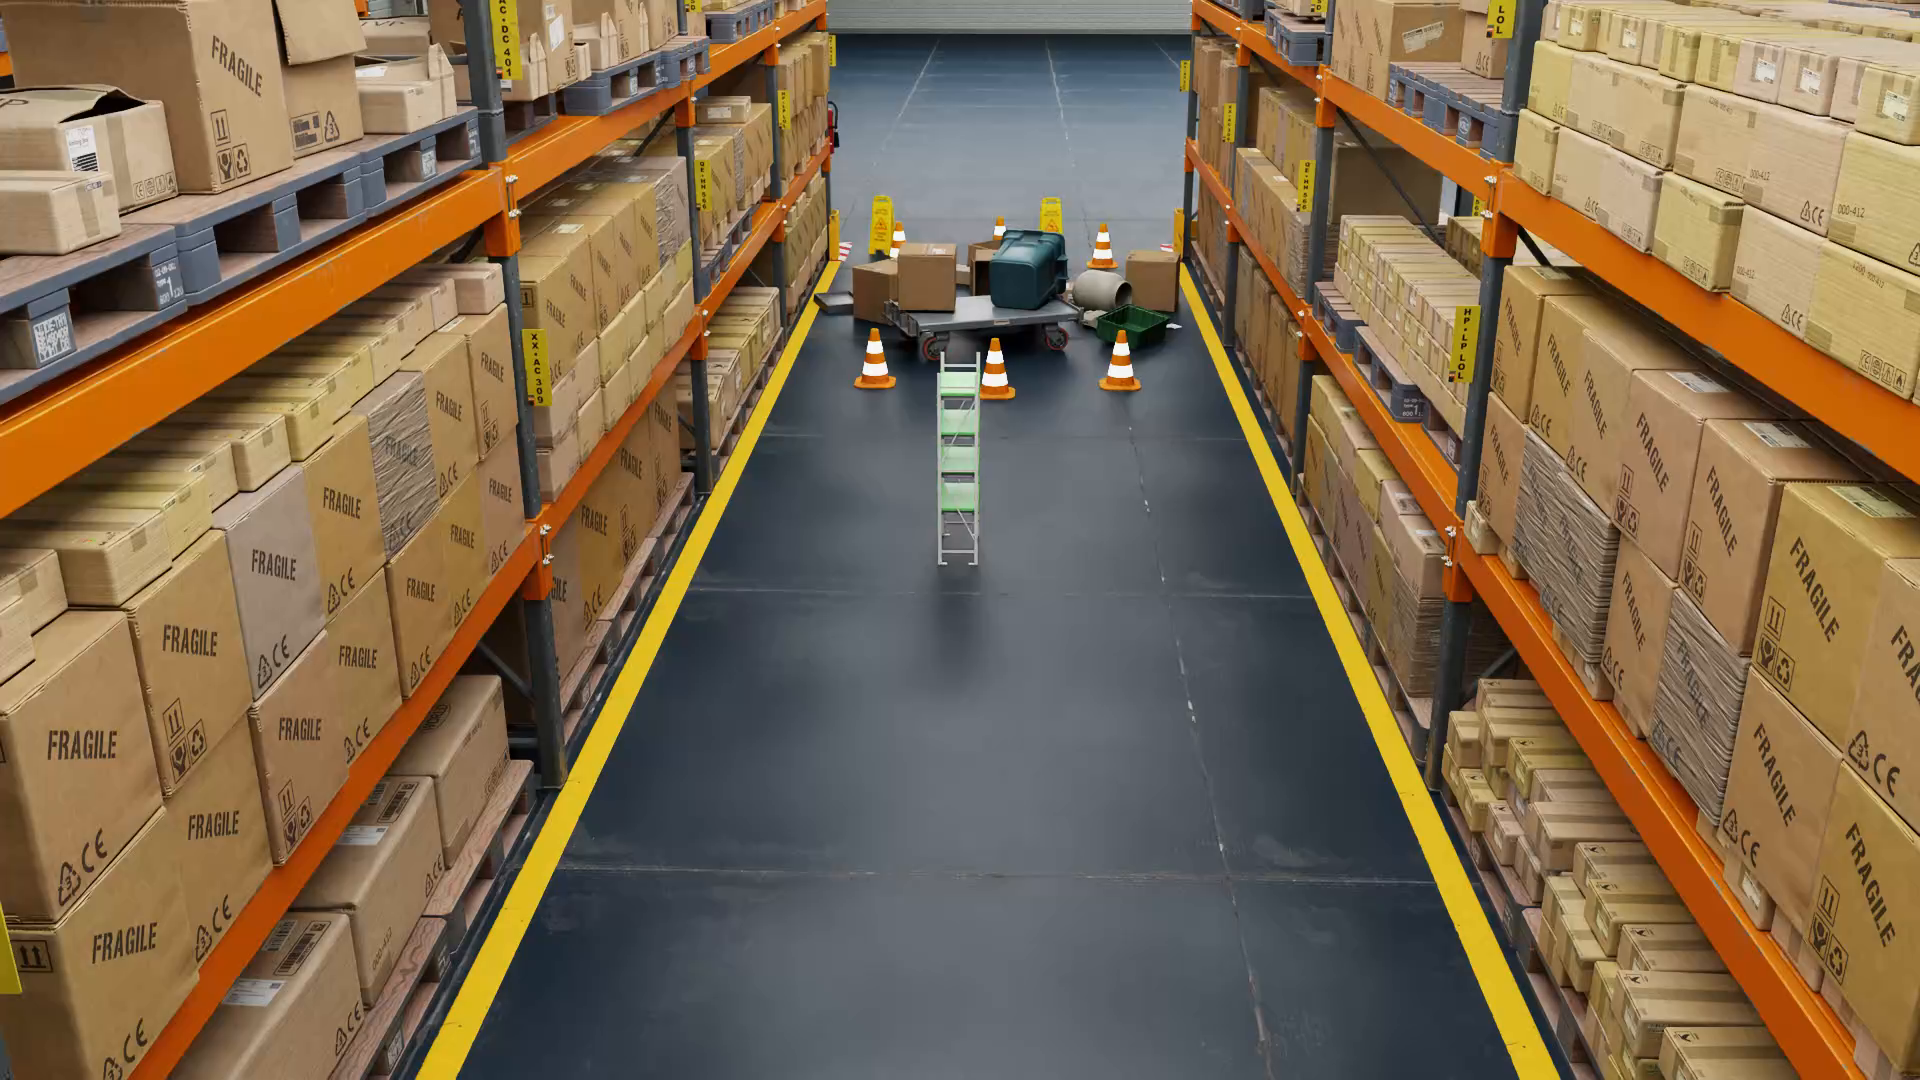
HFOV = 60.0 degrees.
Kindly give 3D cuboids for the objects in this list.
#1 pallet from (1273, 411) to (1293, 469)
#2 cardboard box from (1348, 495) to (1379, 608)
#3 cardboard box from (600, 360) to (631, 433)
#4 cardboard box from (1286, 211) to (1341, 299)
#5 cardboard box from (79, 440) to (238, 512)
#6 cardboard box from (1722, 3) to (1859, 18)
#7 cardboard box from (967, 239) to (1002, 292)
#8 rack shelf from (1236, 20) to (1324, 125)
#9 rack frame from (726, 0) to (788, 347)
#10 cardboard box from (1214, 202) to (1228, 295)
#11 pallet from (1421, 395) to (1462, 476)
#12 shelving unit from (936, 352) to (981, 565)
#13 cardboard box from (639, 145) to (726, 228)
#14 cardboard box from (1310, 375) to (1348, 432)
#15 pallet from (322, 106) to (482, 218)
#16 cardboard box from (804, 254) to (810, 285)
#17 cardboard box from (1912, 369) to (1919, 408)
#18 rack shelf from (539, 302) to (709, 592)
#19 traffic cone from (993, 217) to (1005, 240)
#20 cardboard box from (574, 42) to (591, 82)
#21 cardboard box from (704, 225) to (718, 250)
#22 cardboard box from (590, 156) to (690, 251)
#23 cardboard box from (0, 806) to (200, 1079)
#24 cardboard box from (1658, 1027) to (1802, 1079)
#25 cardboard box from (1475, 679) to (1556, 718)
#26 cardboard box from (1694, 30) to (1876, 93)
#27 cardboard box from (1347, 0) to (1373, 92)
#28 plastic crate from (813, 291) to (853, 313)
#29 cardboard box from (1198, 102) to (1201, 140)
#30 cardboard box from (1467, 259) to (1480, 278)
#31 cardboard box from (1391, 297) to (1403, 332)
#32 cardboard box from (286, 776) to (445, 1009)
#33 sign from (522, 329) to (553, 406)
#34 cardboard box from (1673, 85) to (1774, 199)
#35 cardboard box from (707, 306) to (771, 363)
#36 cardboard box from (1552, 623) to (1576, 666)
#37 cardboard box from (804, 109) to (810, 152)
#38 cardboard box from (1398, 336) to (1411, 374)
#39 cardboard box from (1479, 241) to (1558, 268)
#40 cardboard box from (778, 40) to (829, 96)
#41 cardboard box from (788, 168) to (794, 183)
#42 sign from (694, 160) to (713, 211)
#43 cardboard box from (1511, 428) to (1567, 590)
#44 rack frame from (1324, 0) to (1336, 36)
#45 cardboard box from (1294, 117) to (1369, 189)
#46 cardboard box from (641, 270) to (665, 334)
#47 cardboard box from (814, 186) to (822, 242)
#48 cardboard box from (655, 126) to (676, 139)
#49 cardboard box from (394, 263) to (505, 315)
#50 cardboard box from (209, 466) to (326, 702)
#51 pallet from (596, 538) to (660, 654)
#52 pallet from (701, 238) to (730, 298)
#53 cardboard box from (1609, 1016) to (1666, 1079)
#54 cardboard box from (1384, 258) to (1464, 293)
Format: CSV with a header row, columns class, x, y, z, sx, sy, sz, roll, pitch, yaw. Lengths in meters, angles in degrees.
class,x,y,z,sx,sy,sz,roll,pitch,yaw
pallet,2.858,-0.694,12.026,1.003,0.211,1.213,1,21,2
cardboard box,2.444,0.065,9.090,0.500,0.500,0.500,0,21,0
cardboard box,-1.991,-0.740,8.497,0.500,0.250,0.500,0,21,1
cardboard box,2.504,-1.922,11.198,0.500,0.500,0.500,1,21,2
cardboard box,-2.144,-0.155,4.364,0.380,0.149,0.250,1,21,2
cardboard box,2.903,-1.799,5.837,0.380,0.149,0.250,1,21,3
cardboard box,0.528,-2.794,17.033,0.797,0.503,0.637,-16,26,-35
rack shelf,2.819,-3.496,12.240,1.077,0.370,4.000,1,21,2
rack frame,-2.071,-3.174,14.562,1.000,3.000,0.127,1,21,2
cardboard box,2.993,-2.914,16.249,0.875,0.875,0.875,1,21,2
pallet,2.806,-0.449,7.804,1.003,0.211,1.213,1,21,2
shelving unit,-0.005,-0.500,10.158,0.258,1.200,0.503,1,21,2
cardboard box,-1.938,-2.457,11.586,0.500,0.500,0.500,2,21,4
cardboard box,2.496,-0.843,10.394,0.500,0.250,0.500,0,21,-1
pallet,-2.349,-1.343,5.819,1.003,0.211,1.213,1,21,2
cardboard box,-1.764,-2.683,16.518,0.500,0.250,0.500,0,21,1
cardboard box,2.265,-0.313,3.250,0.500,0.250,0.500,0,21,0
rack shelf,-2.253,-0.669,9.101,1.077,0.370,4.000,1,21,2
traffic cone,0.447,-3.379,18.597,0.336,0.463,0.334,1,21,2
cardboard box,-1.926,-2.220,7.701,0.380,0.166,0.250,-1,21,-2
cardboard box,-1.900,-2.122,11.618,0.380,0.149,0.250,-1,21,-2
cardboard box,-1.947,-2.051,10.147,0.500,0.500,0.500,0,21,0
cardboard box,-2.134,0.948,3.801,0.500,0.500,0.500,0,21,1
cardboard box,2.295,1.566,4.884,0.380,0.149,0.250,0,21,-1
cardboard box,2.419,0.715,7.078,0.380,0.149,0.250,1,21,4
cardboard box,2.303,-1.339,4.652,0.380,0.149,0.250,0,21,0
cardboard box,2.467,-2.770,9.237,0.500,0.500,0.500,1,21,2
plastic crate,-1.203,-2.371,16.530,0.402,0.080,0.583,-7,22,-17
cardboard box,3.036,-4.538,17.869,0.875,0.550,0.550,1,21,2
cardboard box,3.187,-1.552,9.737,0.380,0.149,0.250,1,21,3
cardboard box,2.501,-1.191,8.808,0.380,0.149,0.250,1,21,4
cardboard box,-2.467,1.267,6.079,0.875,0.438,0.875,0,21,0
sign,-1.759,-0.716,6.922,0.100,0.325,0.005,1,21,2
cardboard box,2.335,-1.101,4.588,0.500,0.250,0.500,0,21,-1
cardboard box,-2.103,-1.695,13.803,0.950,0.372,0.625,2,21,5
cardboard box,2.325,0.332,5.873,0.380,0.149,0.250,1,21,3
cardboard box,-1.763,-4.061,16.300,0.500,0.500,0.500,1,21,2
cardboard box,2.488,-0.959,8.621,0.380,0.149,0.250,2,21,4
cardboard box,3.180,-1.602,9.454,0.380,0.149,0.250,1,21,3
cardboard box,-1.682,-4.716,16.605,0.700,0.500,0.500,0,21,1
cardboard box,-1.765,-3.445,15.607,0.380,0.149,0.250,1,21,3
sign,-1.637,-2.263,10.613,0.100,0.325,0.005,1,21,2
cardboard box,2.362,-0.094,6.074,0.500,0.500,0.500,1,21,2
rack frame,2.759,-4.507,9.704,1.000,3.000,0.127,1,21,2
cardboard box,2.810,-2.753,11.957,0.700,0.500,0.500,0,21,1
cardboard box,-1.960,-1.342,9.358,0.500,0.250,0.500,0,21,0
cardboard box,-1.725,-3.402,17.335,0.500,0.500,0.500,1,21,4
cardboard box,-2.420,-2.843,12.580,0.500,0.500,0.500,0,21,-1
cardboard box,-2.005,-0.982,6.495,0.380,0.149,0.250,0,21,1
cardboard box,-2.120,0.109,4.582,0.500,0.500,0.500,0,21,1
pallet,-2.331,0.296,9.473,1.003,0.211,1.213,1,21,2
pallet,-2.277,-1.897,11.537,1.213,0.211,1.003,1,21,2
cardboard box,2.263,1.608,5.187,0.380,0.149,0.250,1,21,2
cardboard box,2.512,-1.426,9.001,0.380,0.149,0.250,1,21,3
